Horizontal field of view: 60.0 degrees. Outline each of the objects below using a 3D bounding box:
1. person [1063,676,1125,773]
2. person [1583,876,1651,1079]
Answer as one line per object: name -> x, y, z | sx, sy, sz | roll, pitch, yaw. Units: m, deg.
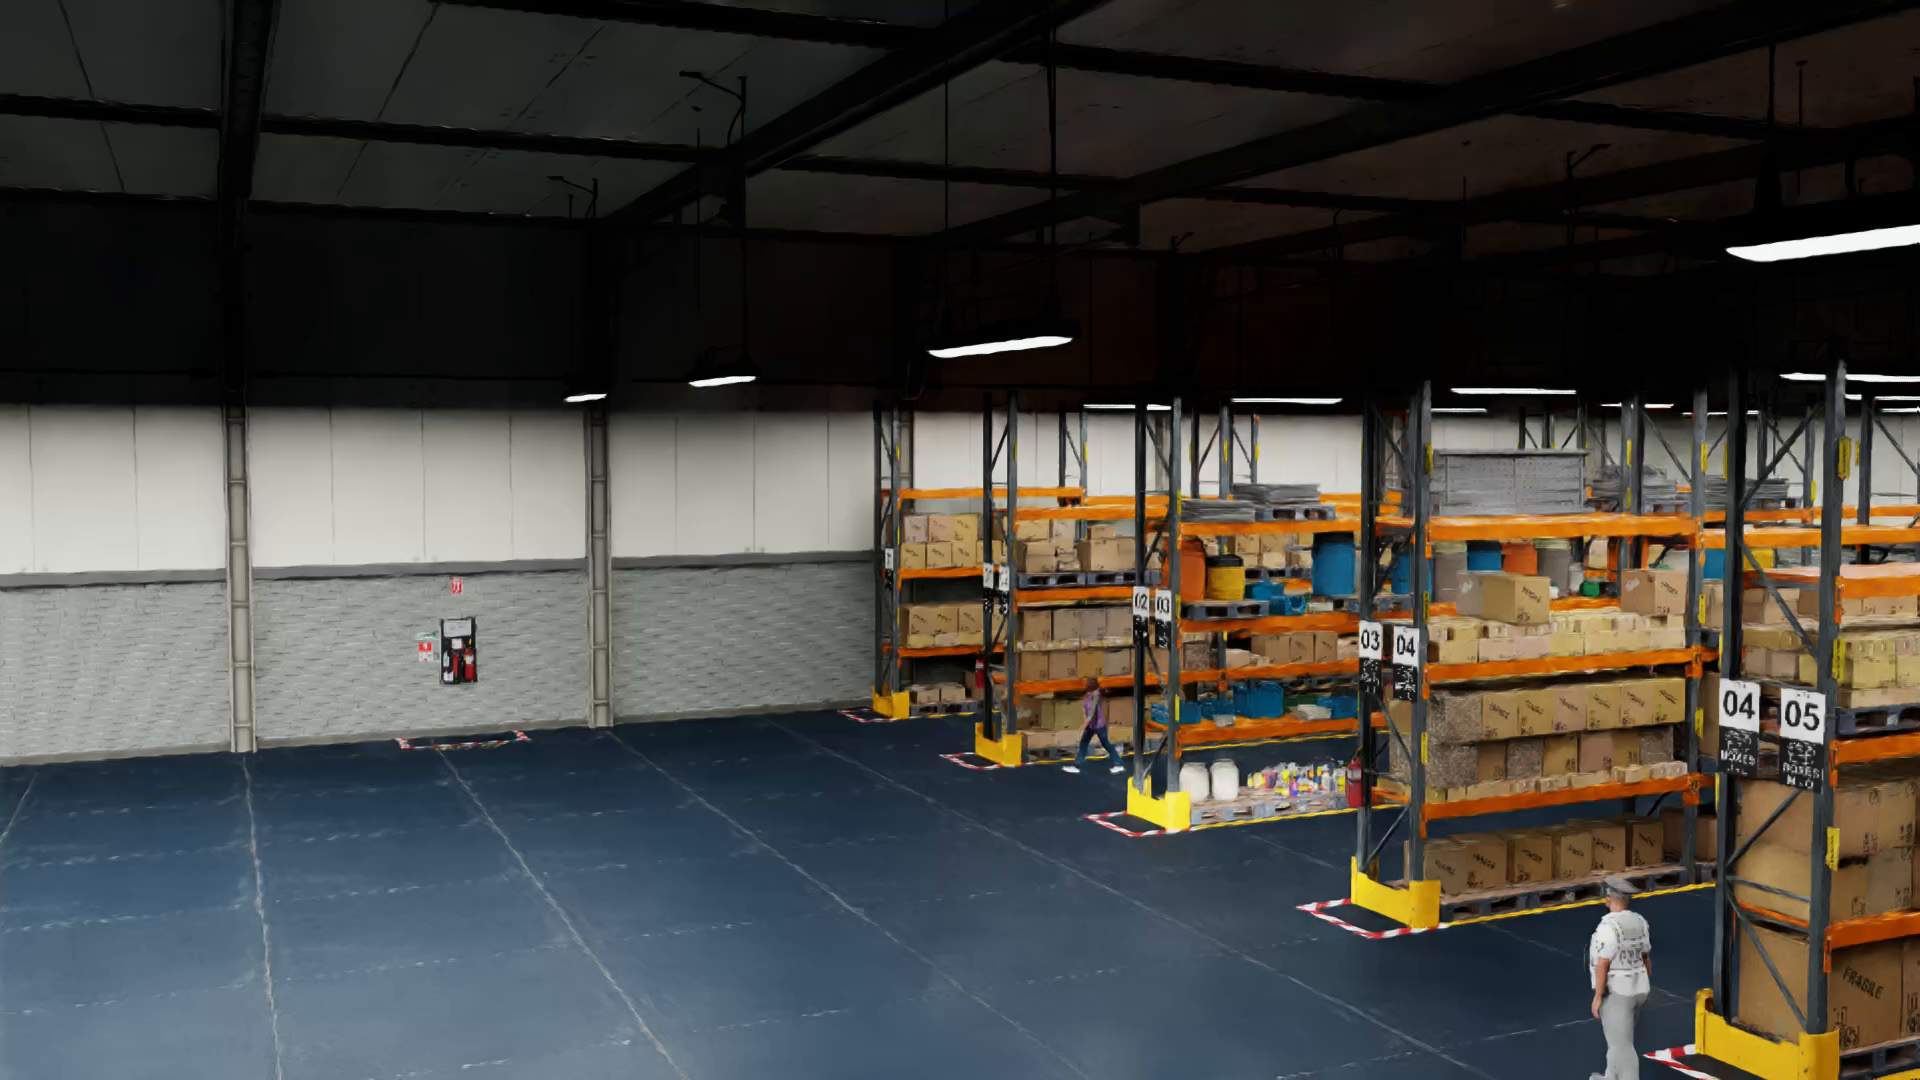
person -> 2.101, 2.875, 25.917 | 0.961, 1.533, 0.408 | -1, 3, -15
person -> 5.139, 3.524, 13.040 | 0.673, 1.741, 0.627 | -2, 4, -36
